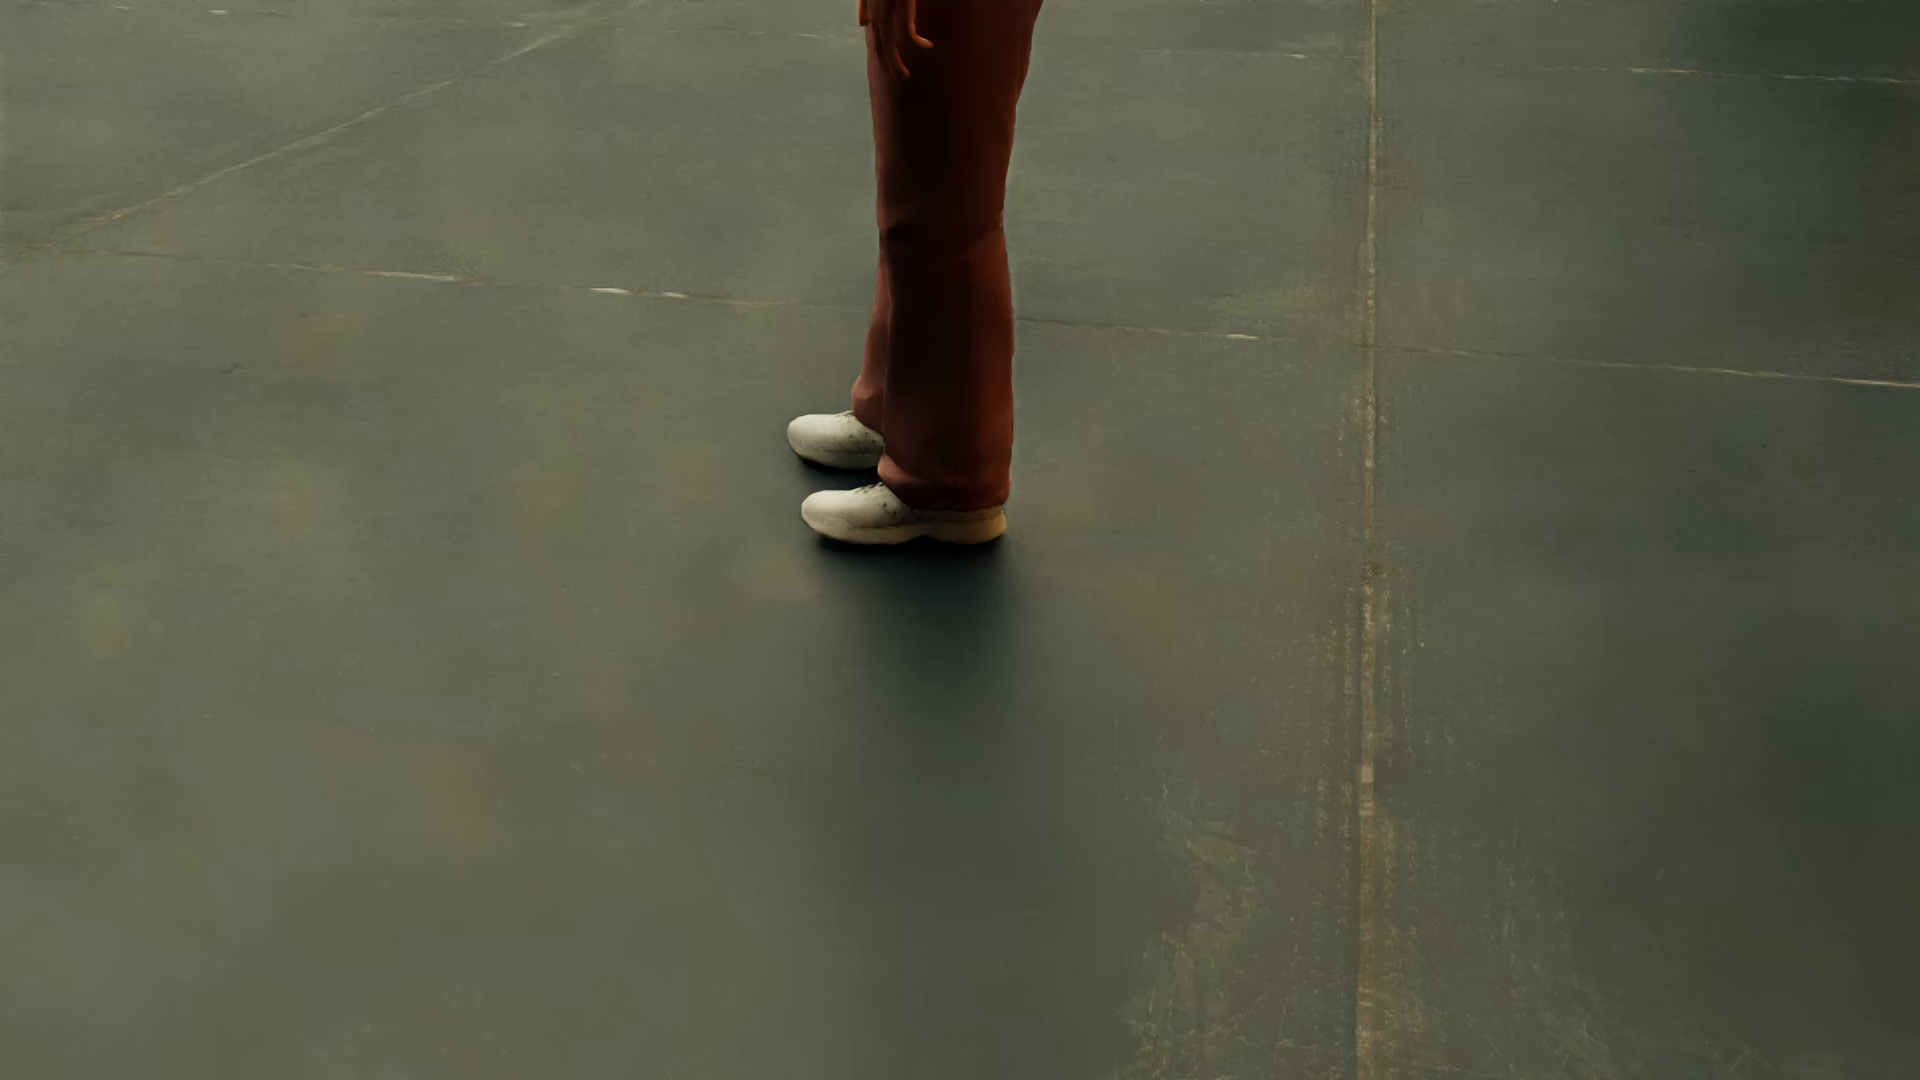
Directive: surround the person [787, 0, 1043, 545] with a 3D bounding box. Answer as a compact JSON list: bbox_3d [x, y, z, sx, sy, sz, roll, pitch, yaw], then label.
[{"bbox_3d":[-0.070,-0.766,2.144,0.548,1.674,0.554,6,27,11],"label":"person"}]
